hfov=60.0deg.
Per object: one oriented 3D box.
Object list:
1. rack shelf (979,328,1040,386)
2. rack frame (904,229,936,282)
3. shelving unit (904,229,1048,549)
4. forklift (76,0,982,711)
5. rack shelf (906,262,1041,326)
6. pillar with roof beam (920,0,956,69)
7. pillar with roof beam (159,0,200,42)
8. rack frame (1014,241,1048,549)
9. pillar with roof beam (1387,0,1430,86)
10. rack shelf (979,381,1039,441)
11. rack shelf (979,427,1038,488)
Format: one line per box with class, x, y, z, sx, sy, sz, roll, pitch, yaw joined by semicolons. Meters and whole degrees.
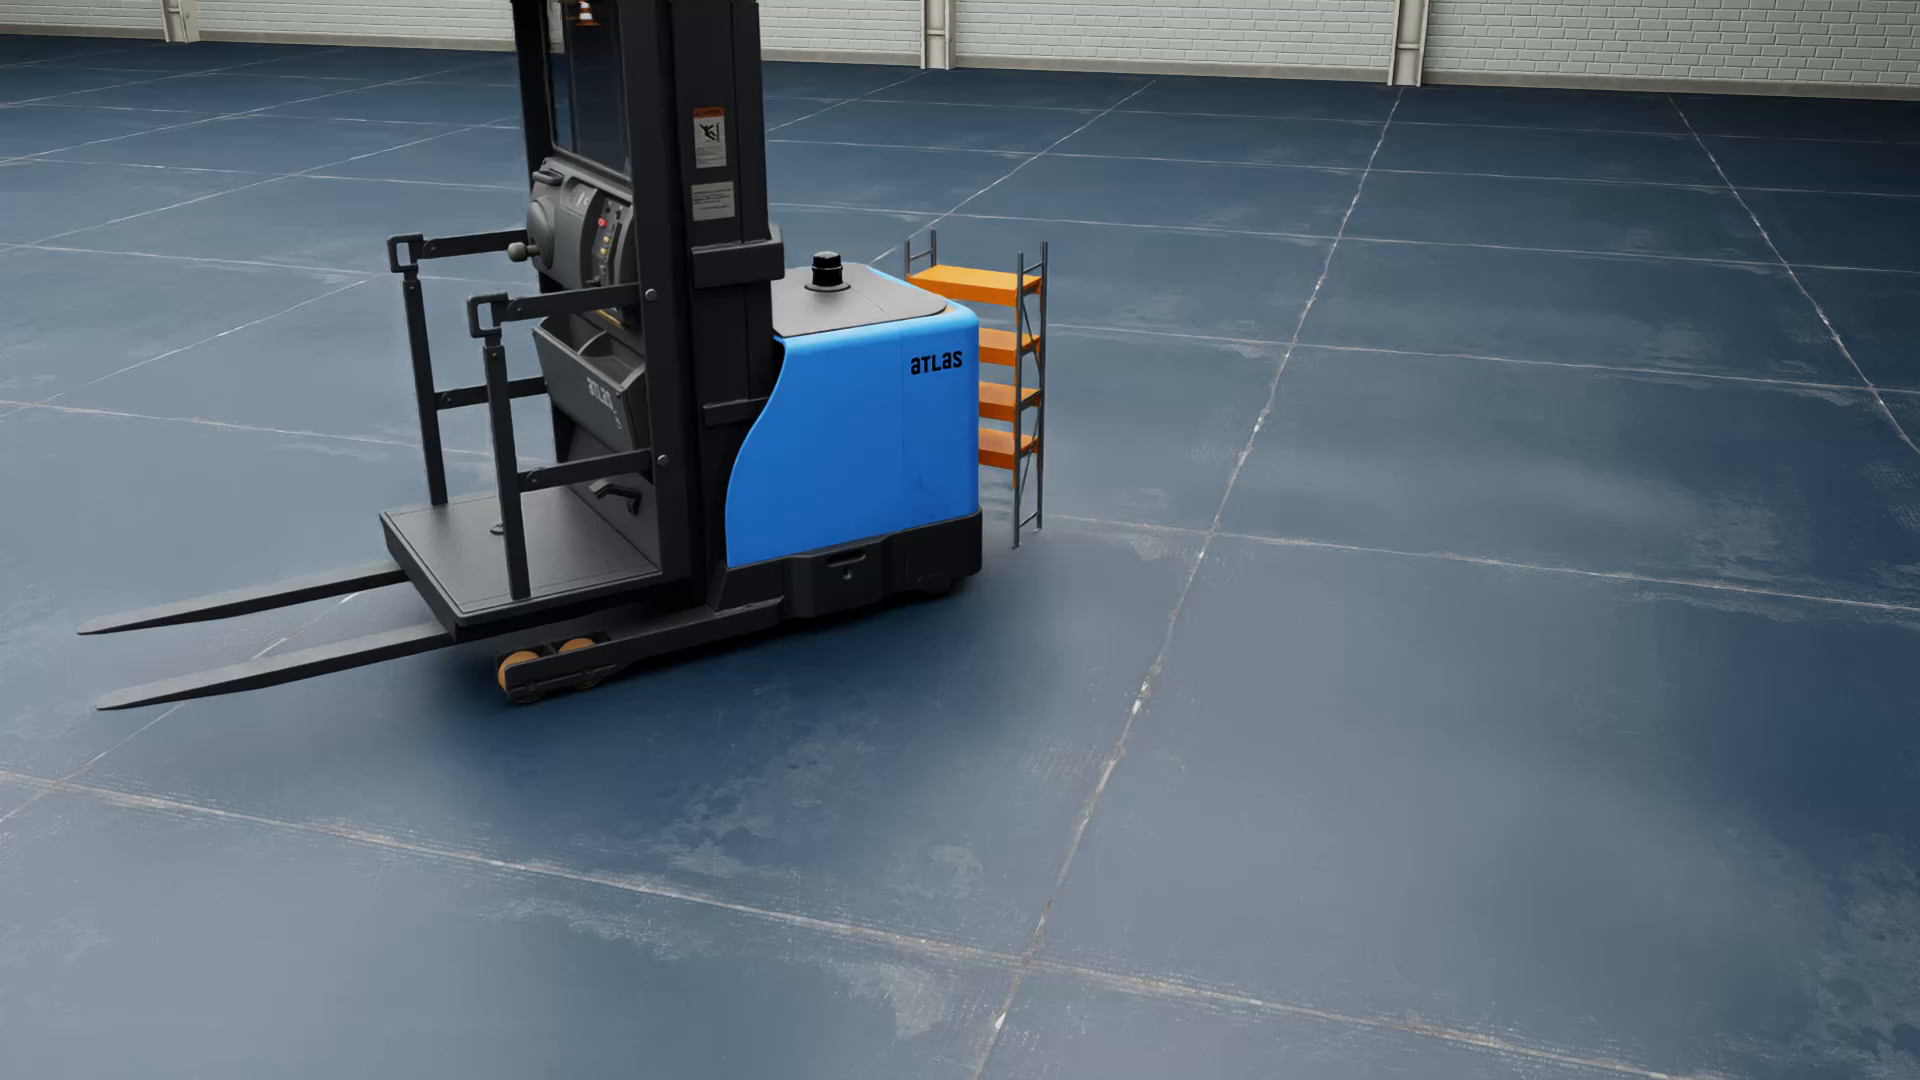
rack shelf;0.061;-0.748;6.600;0.480;0.148;0.258;11;25;25
rack frame;-0.156;-0.646;6.763;0.015;1.200;0.240;11;25;25
shelving unit;0.061;-0.603;6.659;0.503;1.200;0.258;11;25;25
forklift;-1.445;-1.049;5.466;3.031;2.935;1.130;-13;26;-28
rack shelf;0.061;-0.966;6.510;0.480;0.148;0.258;11;25;25
pillar with roof beam;-1.530;-8.853;16.496;0.400;9.000;9.100;7;23;16
pillar with roof beam;-13.018;-10.169;19.703;0.400;9.000;9.100;7;23;16
rack frame;0.278;-0.560;6.555;0.015;1.200;0.240;11;25;25
pillar with roof beam;4.214;-8.196;14.892;0.400;9.000;9.100;7;23;16
rack shelf;0.061;-0.541;6.684;0.480;0.148;0.258;11;25;25
rack shelf;0.061;-0.357;6.760;0.480;0.148;0.258;11;25;25
